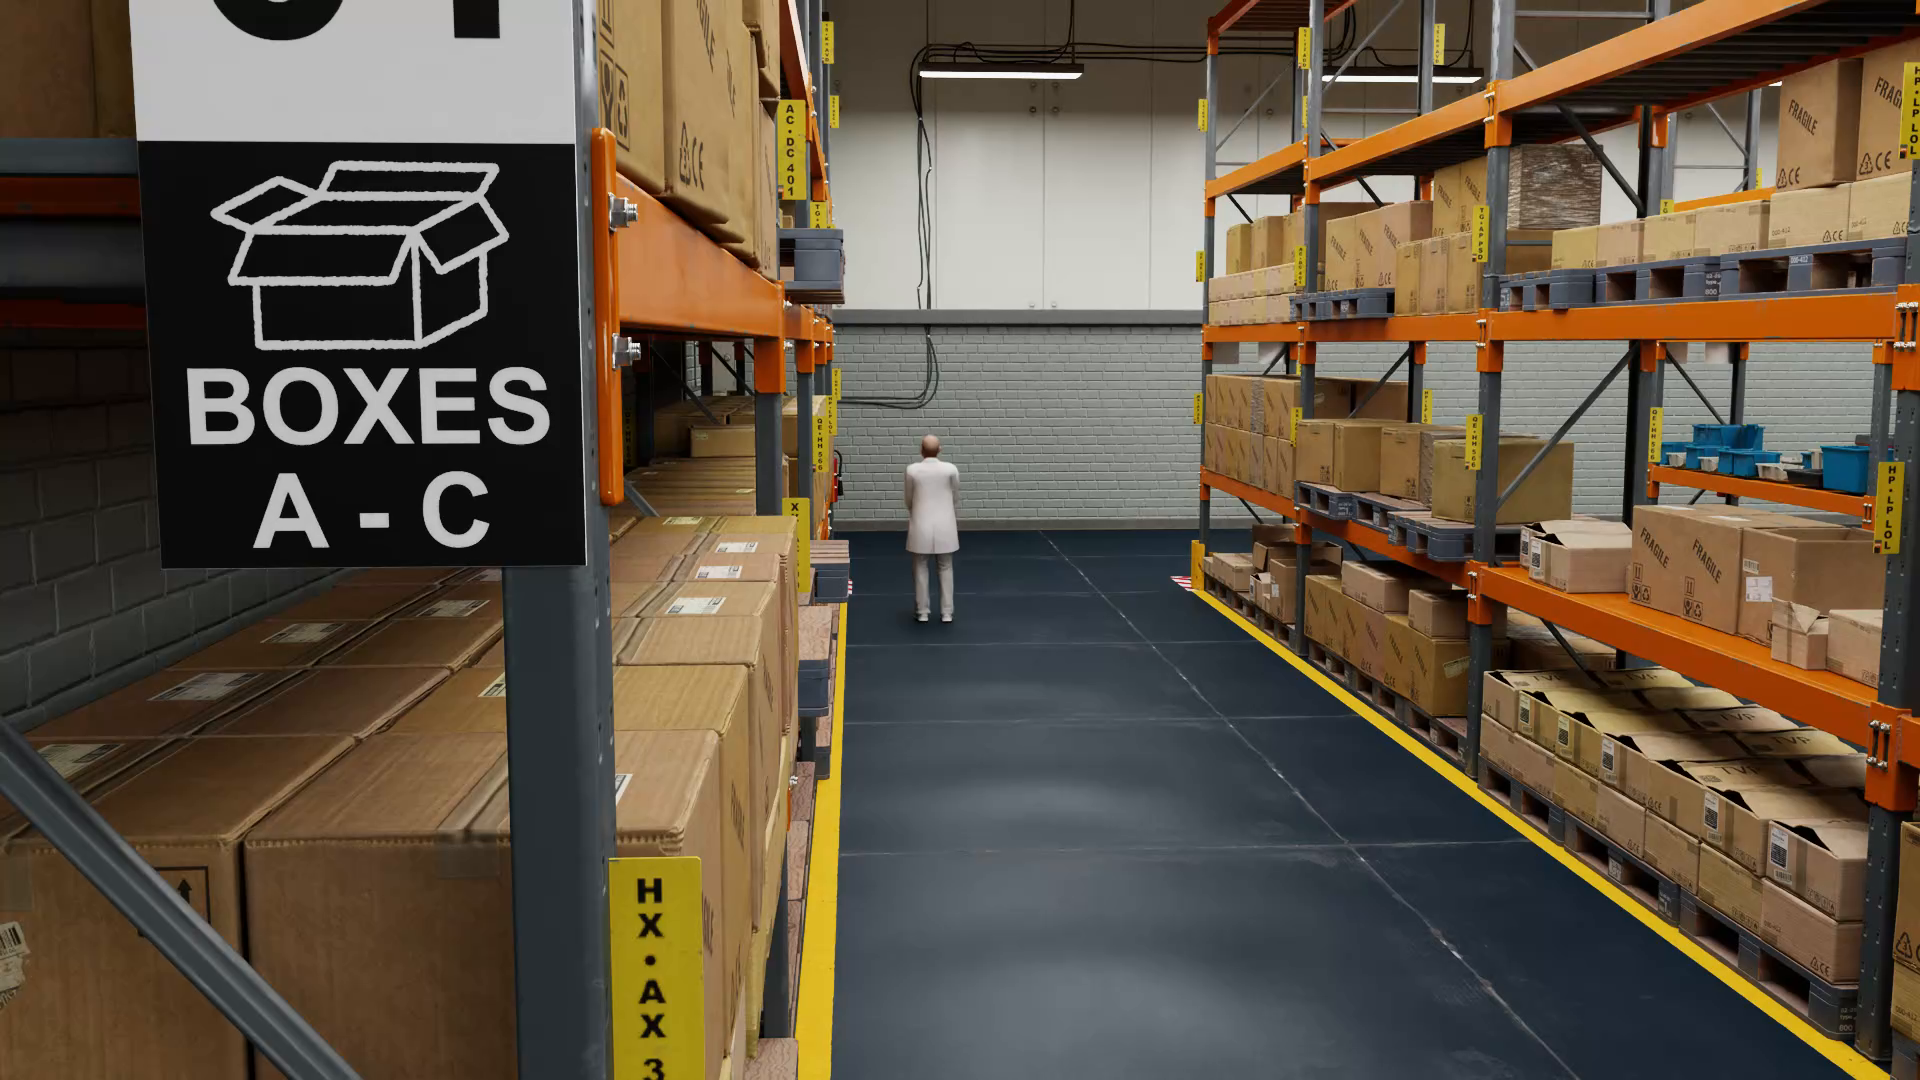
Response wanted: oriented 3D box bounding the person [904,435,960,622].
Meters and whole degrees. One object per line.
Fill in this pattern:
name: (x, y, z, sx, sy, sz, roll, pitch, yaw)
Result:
person: (-0.276, -0.124, 15.851, 0.533, 1.774, 0.554, -1, 7, -5)
